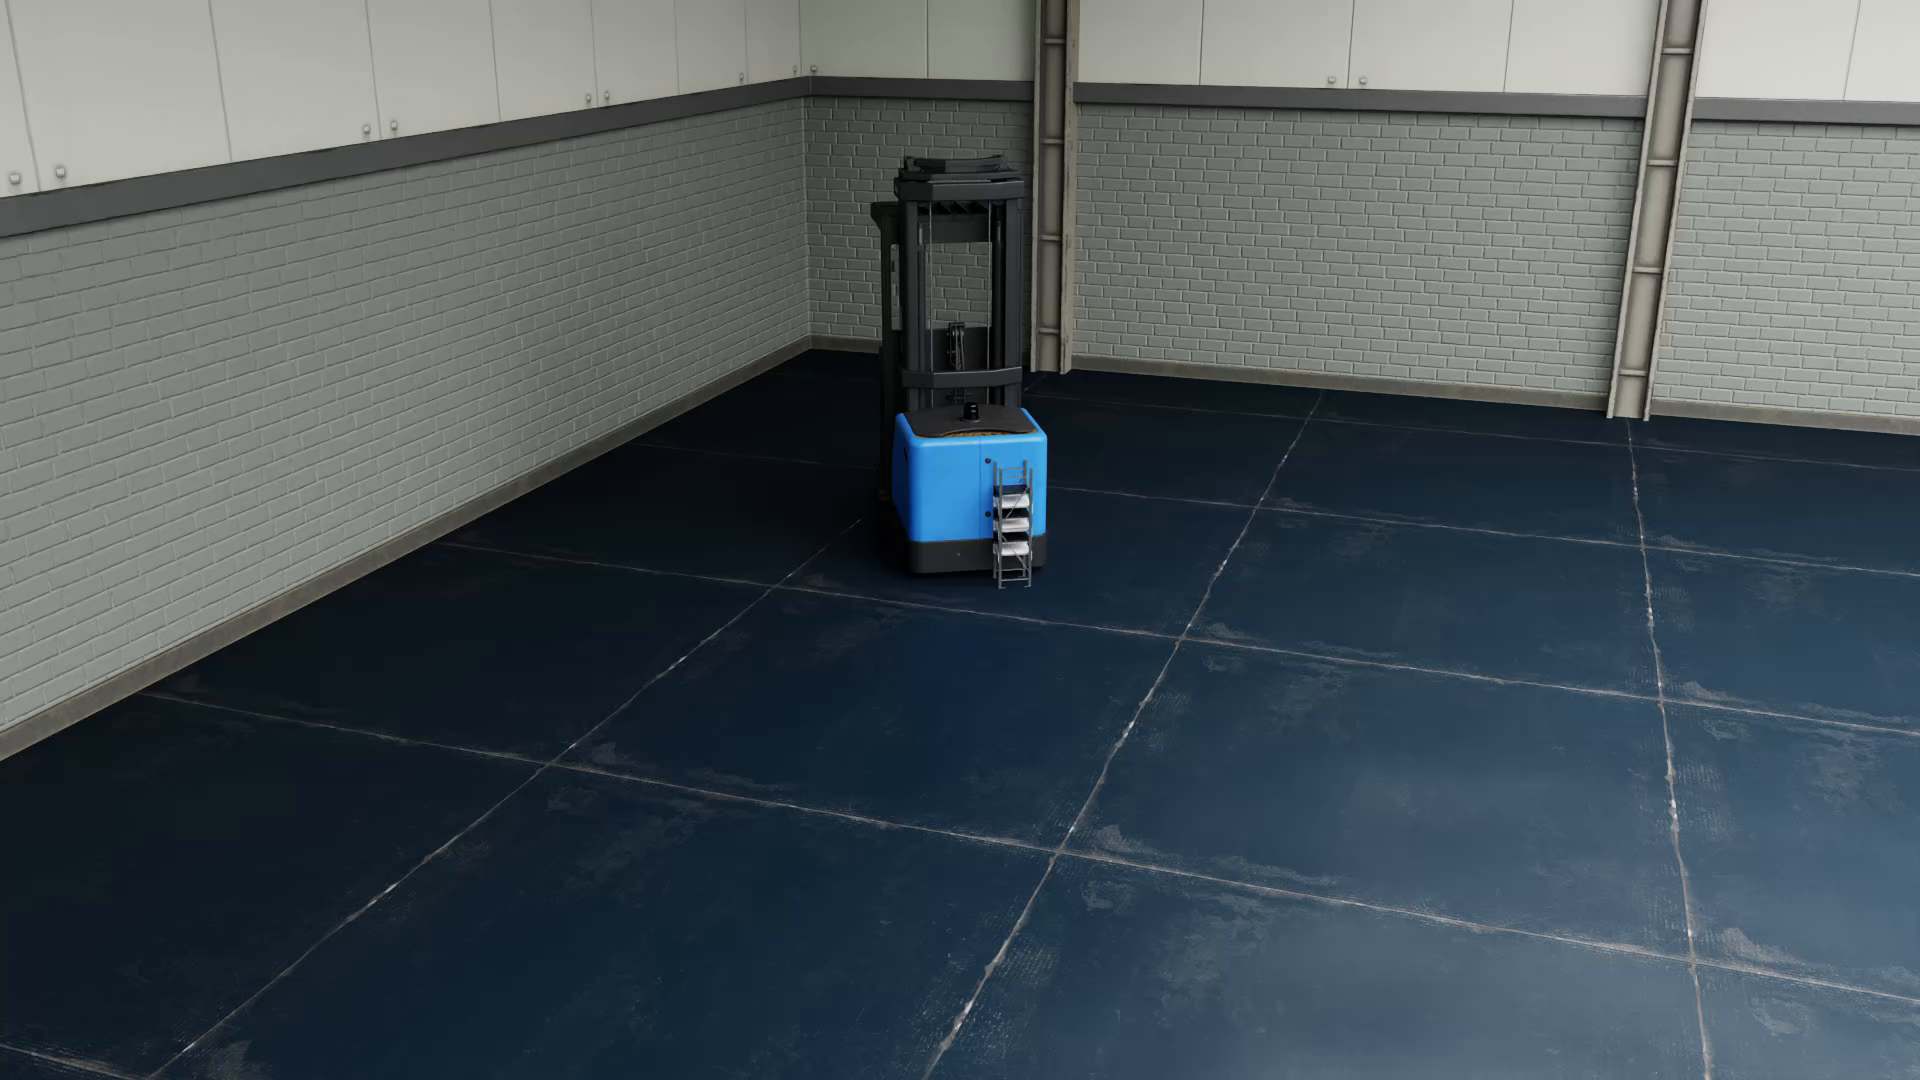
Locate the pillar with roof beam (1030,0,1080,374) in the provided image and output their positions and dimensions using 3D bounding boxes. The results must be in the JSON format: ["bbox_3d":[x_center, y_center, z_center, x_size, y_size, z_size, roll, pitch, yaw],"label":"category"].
[{"bbox_3d":[-0.400,-4.805,13.190,0.400,9.000,9.100,7,20,18],"label":"pillar with roof beam"}]

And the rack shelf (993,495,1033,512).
[{"bbox_3d":[0.381,-0.251,11.984,0.258,0.077,0.200,-3,19,-9],"label":"rack shelf"}]

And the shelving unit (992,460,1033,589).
[{"bbox_3d":[0.381,-0.113,12.033,0.258,0.900,0.210,-3,19,-9],"label":"shelving unit"}]

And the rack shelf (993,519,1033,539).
[{"bbox_3d":[0.381,-0.081,12.043,0.258,0.077,0.200,-3,19,-9],"label":"rack shelf"}]

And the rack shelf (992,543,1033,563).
[{"bbox_3d":[0.381,0.089,12.103,0.258,0.077,0.200,-3,19,-9],"label":"rack shelf"}]

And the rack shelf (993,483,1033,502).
[{"bbox_3d":[0.381,-0.336,11.955,0.258,0.077,0.200,-3,19,-9],"label":"rack shelf"}]

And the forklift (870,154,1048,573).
[{"bbox_3d":[-0.103,-1.587,13.176,1.130,2.935,3.031,-3,19,-9],"label":"forklift"}]

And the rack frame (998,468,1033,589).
[{"bbox_3d":[0.398,-0.080,11.938,0.240,0.900,0.006,-3,19,-9],"label":"rack frame"}]

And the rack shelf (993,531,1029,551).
[{"bbox_3d":[0.381,0.004,12.073,0.258,0.077,0.200,-3,19,-9],"label":"rack shelf"}]

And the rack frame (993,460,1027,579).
[{"bbox_3d":[0.364,-0.146,12.127,0.240,0.900,0.006,-3,19,-9],"label":"rack frame"}]

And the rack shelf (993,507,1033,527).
[{"bbox_3d":[0.381,-0.166,12.014,0.258,0.077,0.200,-3,19,-9],"label":"rack shelf"}]

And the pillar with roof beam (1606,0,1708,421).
[{"bbox_3d":[5.267,-4.157,11.331,0.400,9.000,9.100,7,20,18],"label":"pillar with roof beam"}]
